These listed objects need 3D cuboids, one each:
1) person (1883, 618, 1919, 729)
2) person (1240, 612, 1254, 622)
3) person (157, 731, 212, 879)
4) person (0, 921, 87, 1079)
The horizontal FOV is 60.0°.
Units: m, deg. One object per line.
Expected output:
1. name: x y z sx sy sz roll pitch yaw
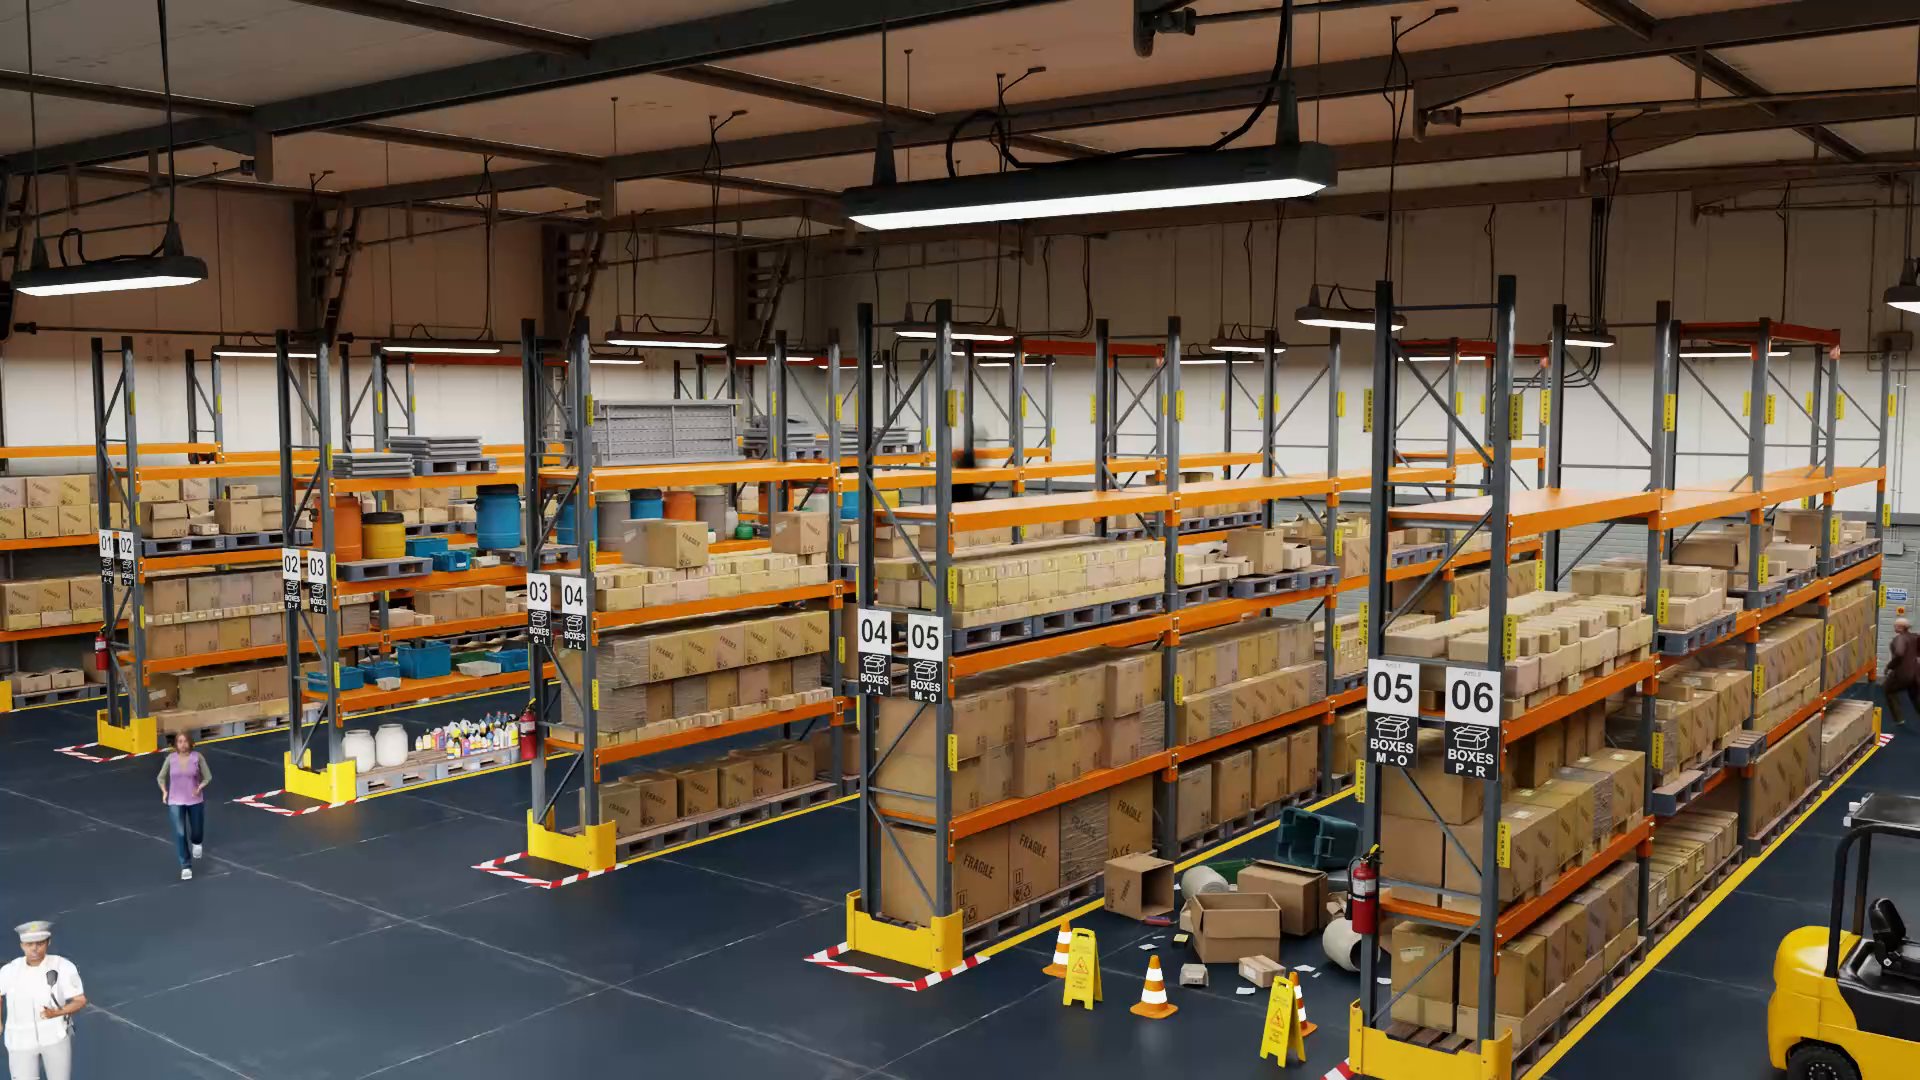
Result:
1. person: 14.471 2.079 25.467 0.783 1.780 0.720 -2 5 -21
2. person: 4.146 1.919 24.232 0.723 1.775 0.569 4 6 38
3. person: -8.359 2.829 17.933 0.542 1.553 0.680 -2 5 -22
4. person: -6.117 3.345 11.050 0.575 1.672 0.931 -3 6 -27
